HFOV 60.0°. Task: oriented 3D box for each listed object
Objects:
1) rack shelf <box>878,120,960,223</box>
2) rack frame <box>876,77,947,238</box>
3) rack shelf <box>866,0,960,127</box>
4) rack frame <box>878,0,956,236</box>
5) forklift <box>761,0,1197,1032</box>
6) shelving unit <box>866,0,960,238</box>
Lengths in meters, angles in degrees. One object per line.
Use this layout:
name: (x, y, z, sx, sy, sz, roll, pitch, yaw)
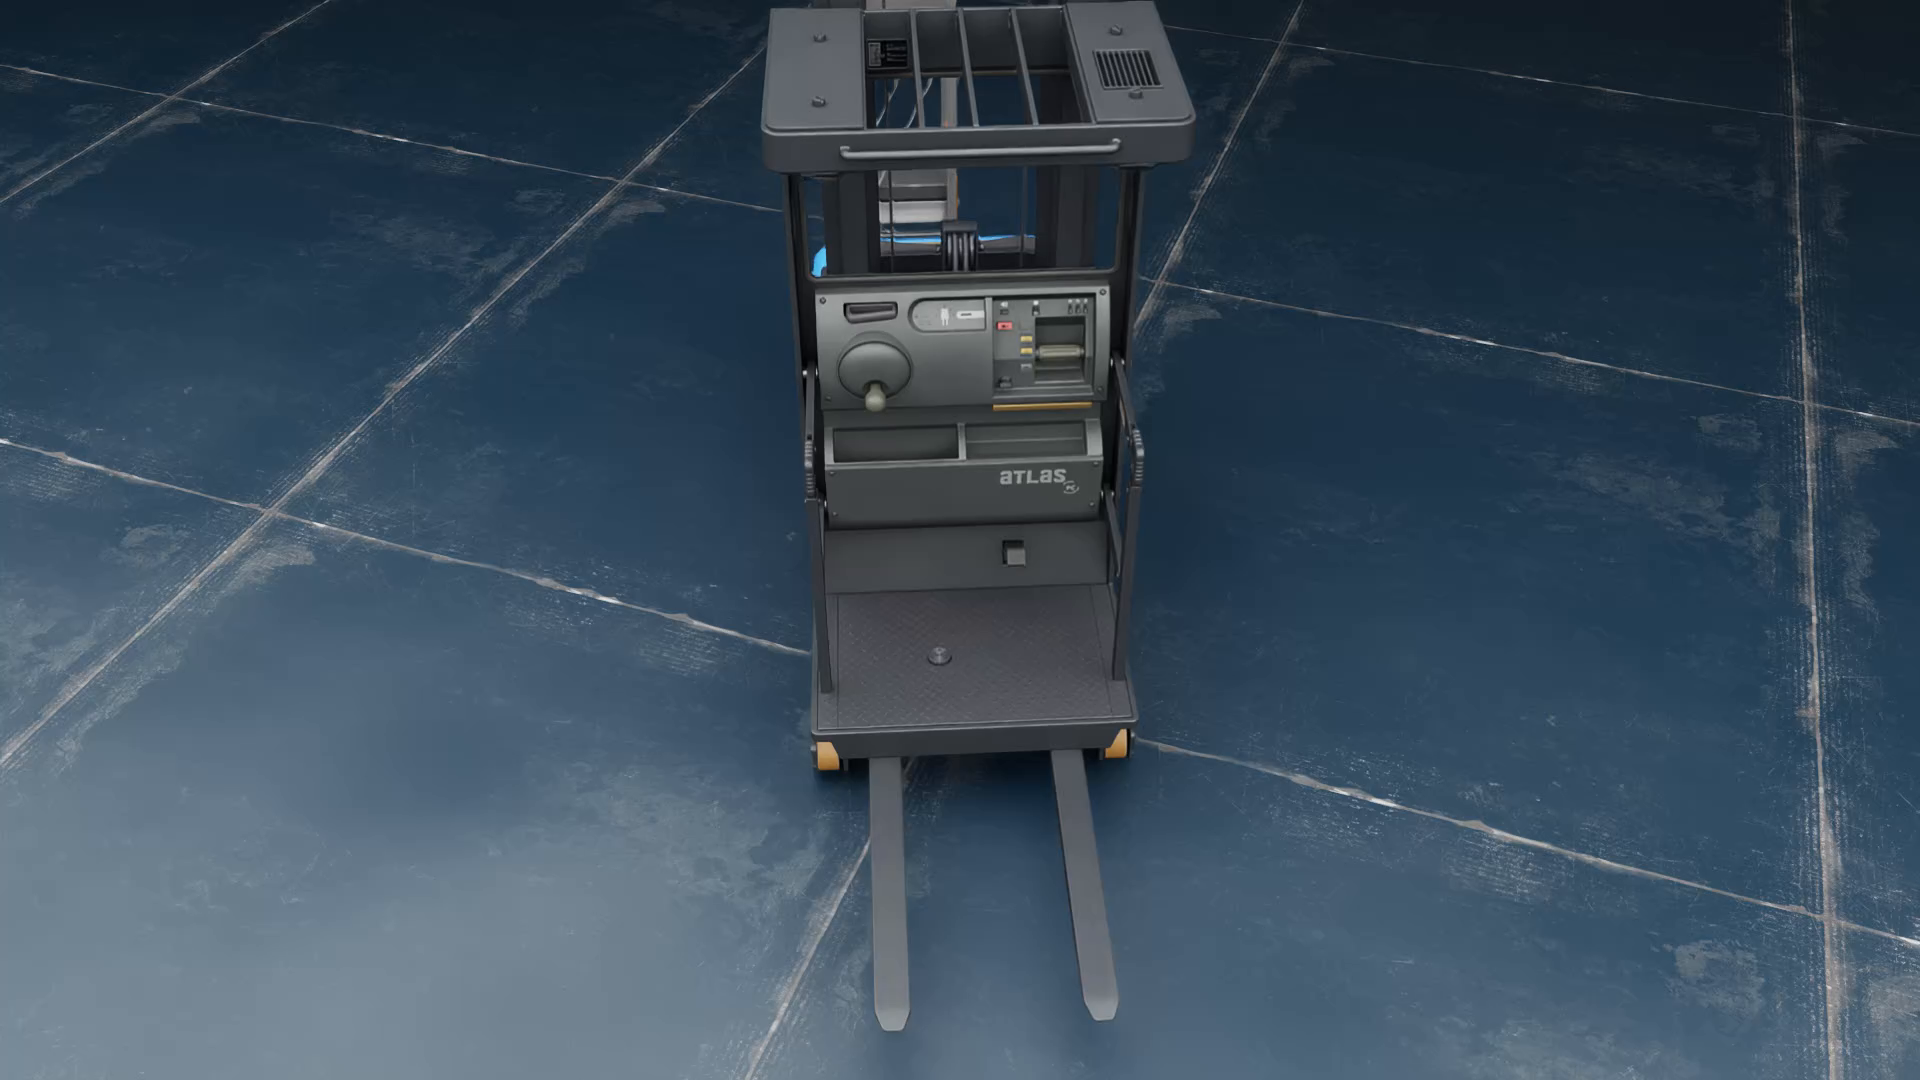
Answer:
rack shelf: (-0.229, -1.354, 6.740, 0.431, 0.518, 0.480, -2, 41, -2)
rack frame: (-0.243, -1.522, 6.917, 0.400, 2.100, 0.015, -2, 41, -2)
rack shelf: (-0.229, -1.886, 6.286, 0.431, 0.518, 0.480, -2, 41, -2)
rack frame: (-0.215, -1.206, 6.546, 0.400, 2.100, 0.015, -2, 41, -2)
forklift: (0.026, -0.533, 5.116, 1.130, 2.935, 3.031, -2, 41, -2)
shelving unit: (-0.229, -1.364, 6.731, 0.431, 2.100, 0.503, -2, 41, -2)
